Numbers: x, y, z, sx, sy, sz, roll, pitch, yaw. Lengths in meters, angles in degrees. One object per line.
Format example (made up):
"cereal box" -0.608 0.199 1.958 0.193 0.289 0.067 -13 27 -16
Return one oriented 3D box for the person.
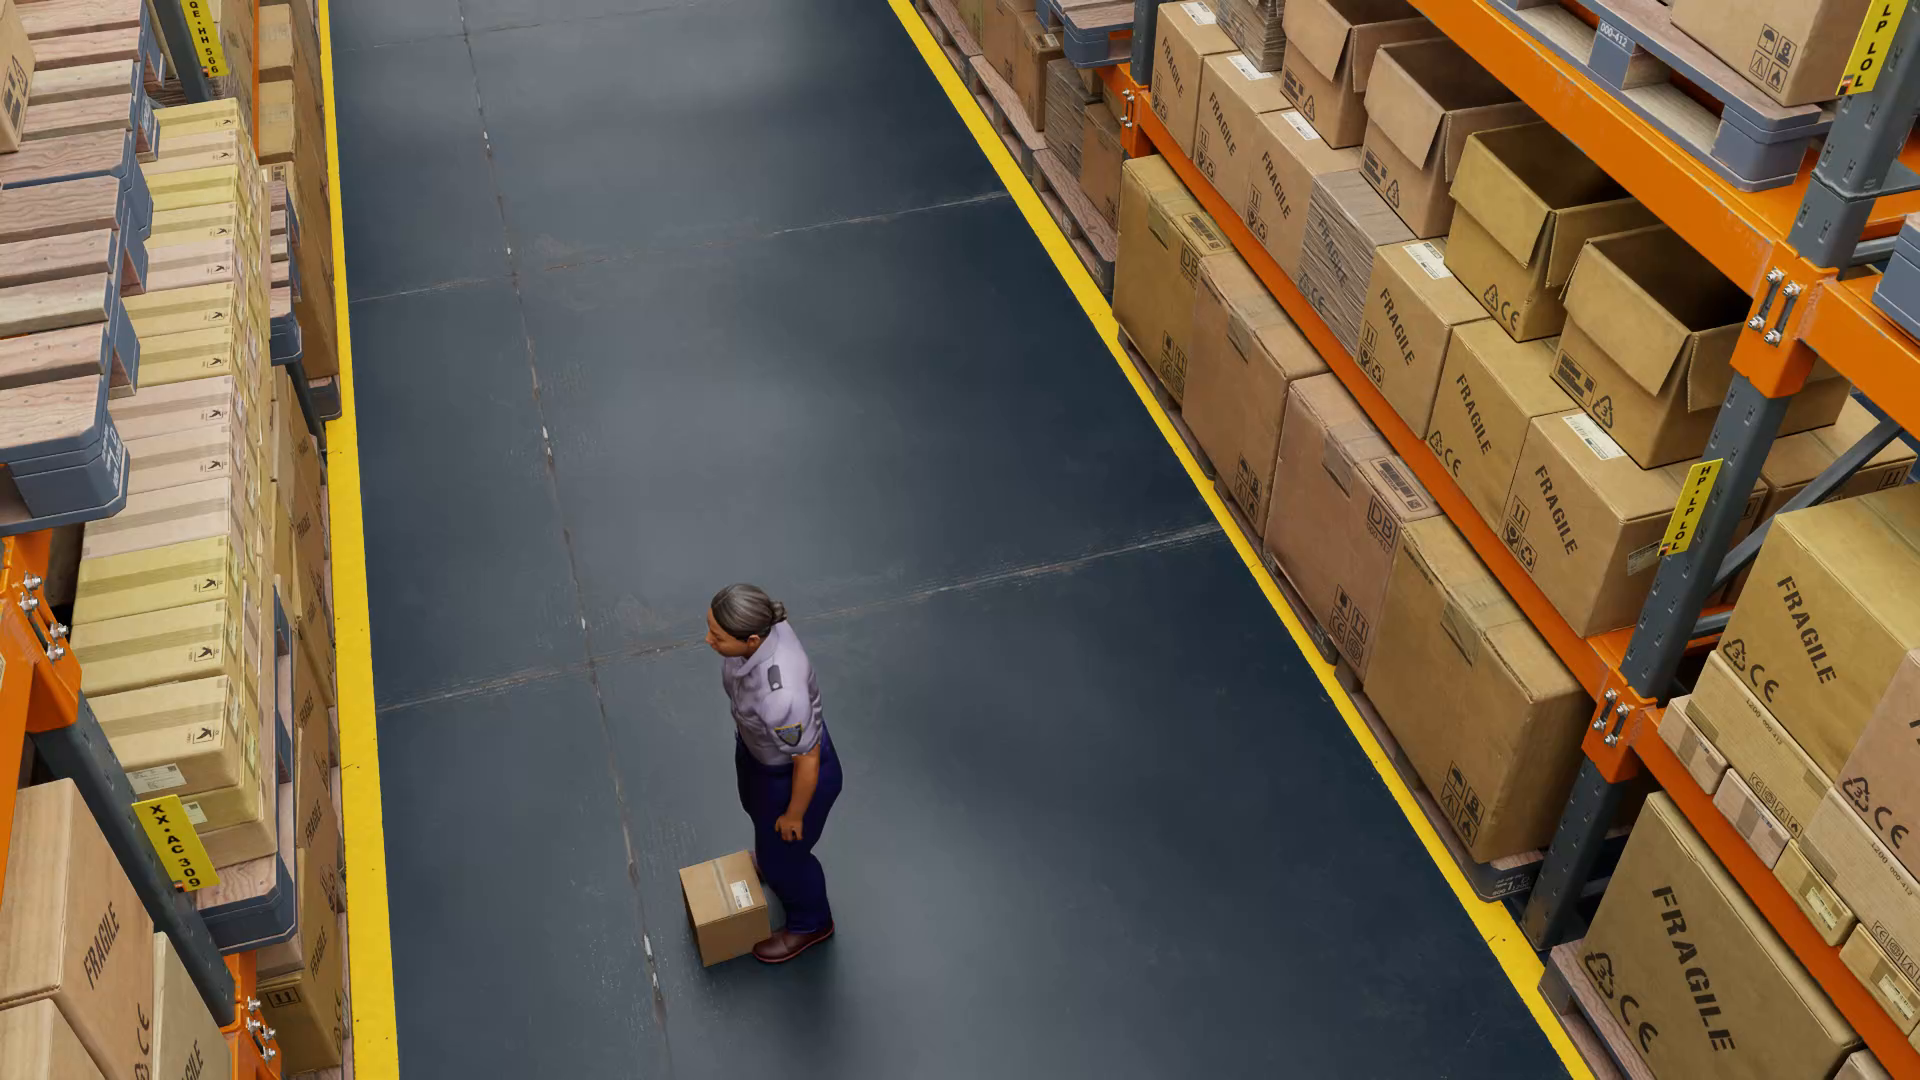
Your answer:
"person" -0.594 0.719 5.392 0.374 1.637 0.564 -14 44 -15
